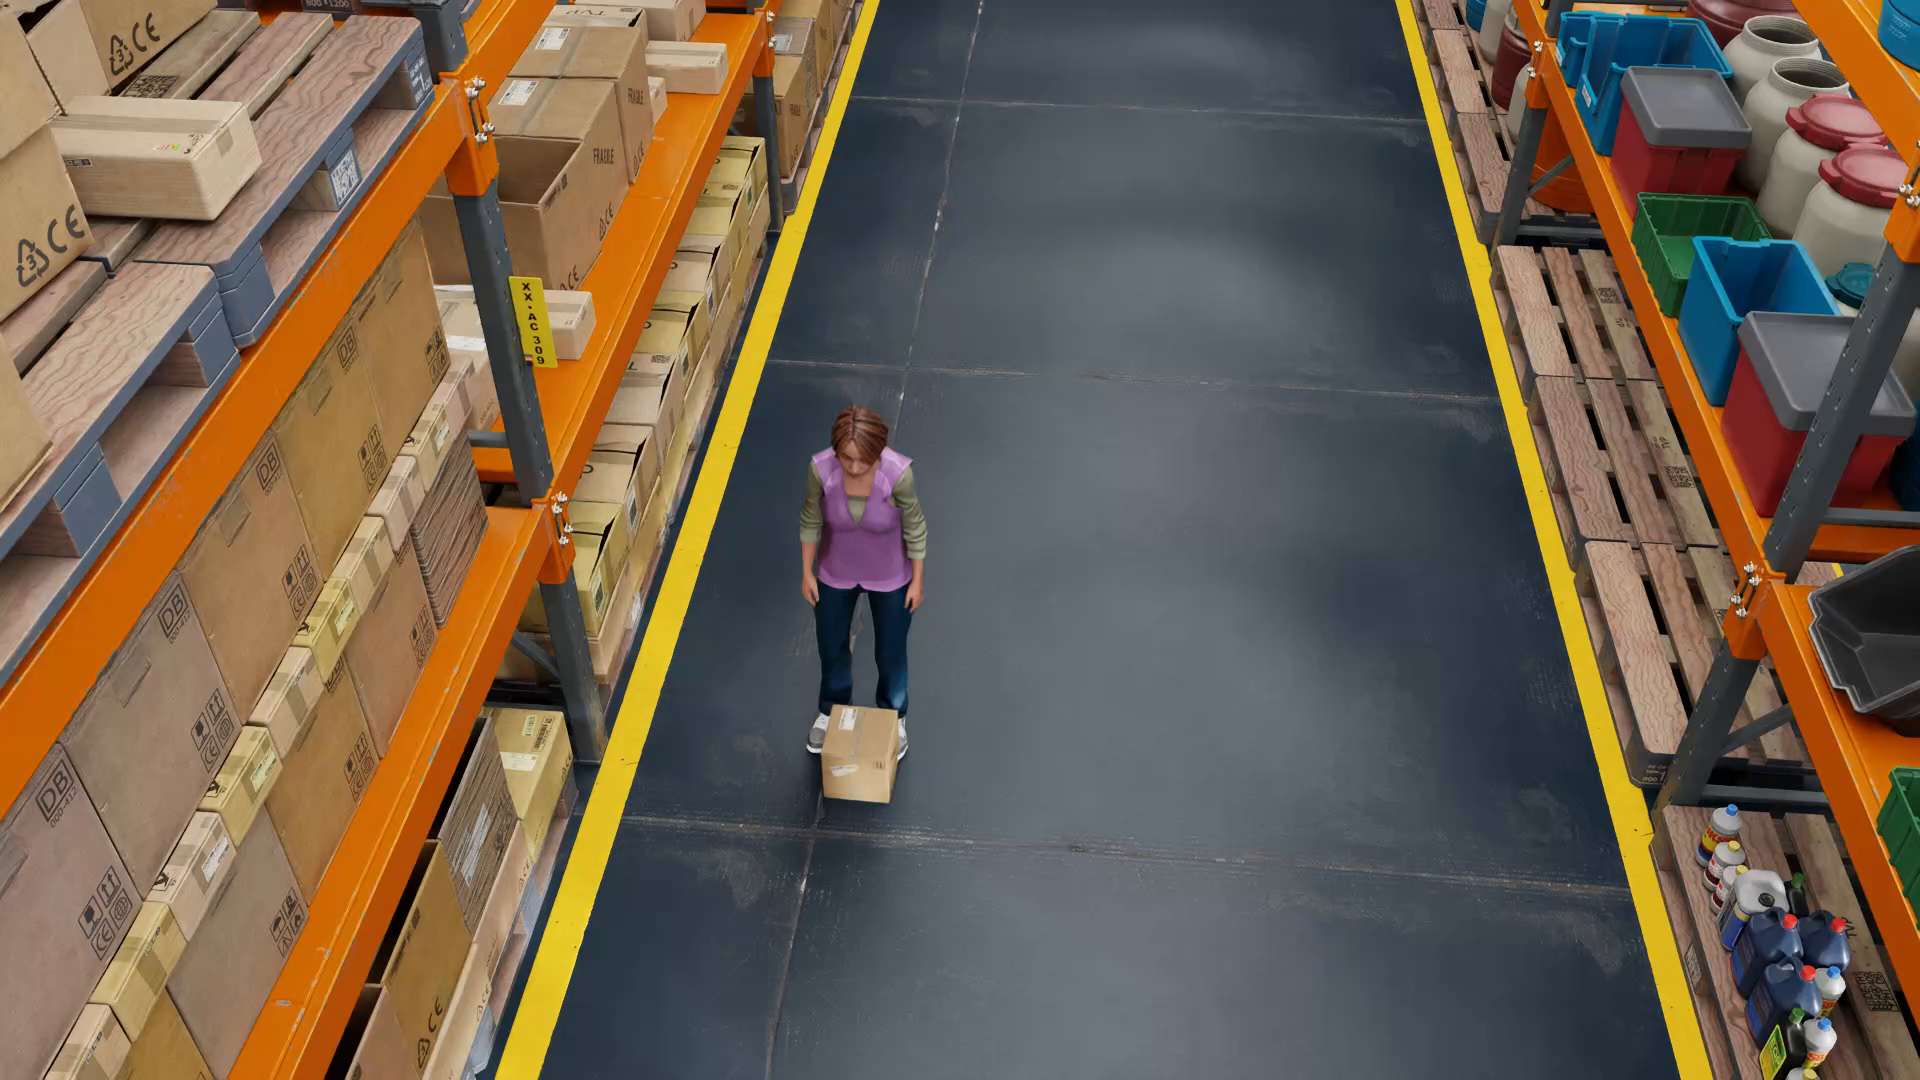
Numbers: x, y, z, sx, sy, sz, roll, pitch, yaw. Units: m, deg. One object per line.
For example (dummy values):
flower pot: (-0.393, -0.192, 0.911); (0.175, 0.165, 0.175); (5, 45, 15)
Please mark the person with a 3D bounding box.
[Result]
person: (-0.351, 0.148, 6.001); (0.462, 1.582, 0.344); (6, 41, 6)
